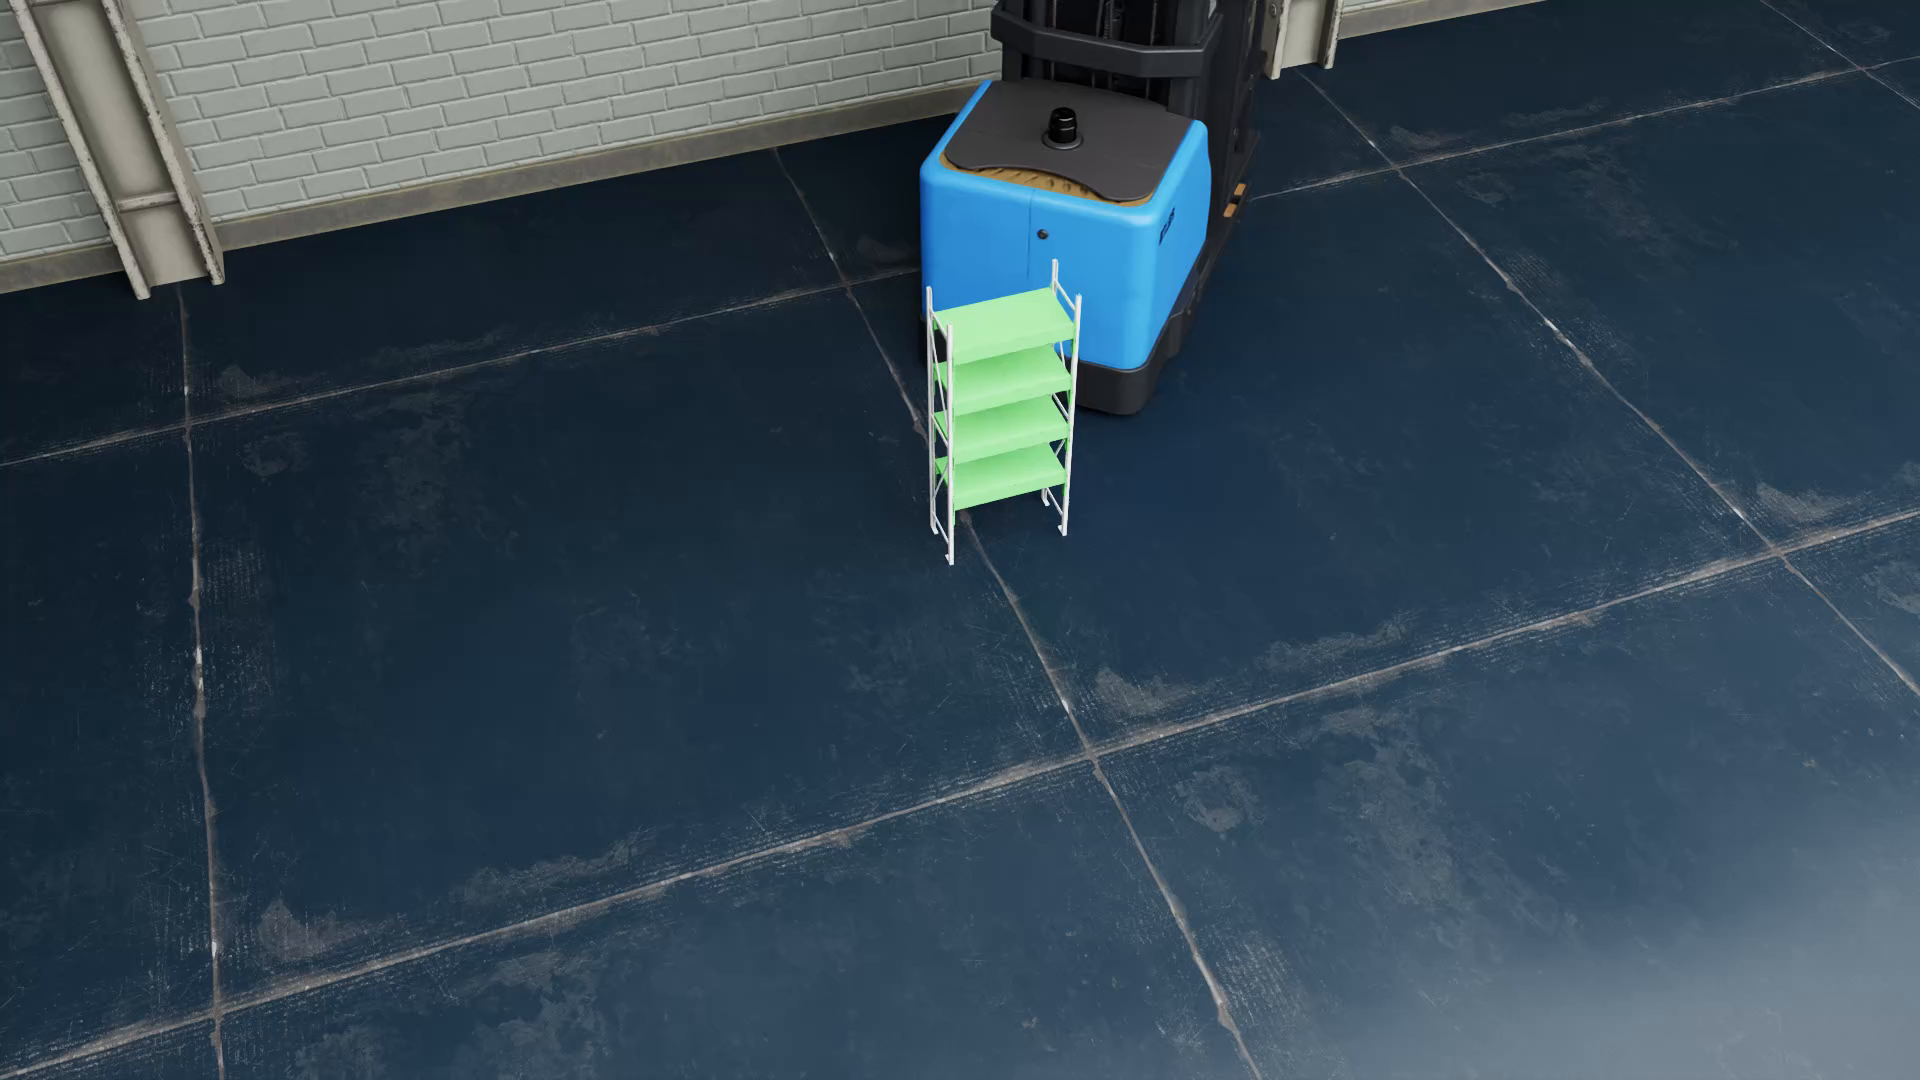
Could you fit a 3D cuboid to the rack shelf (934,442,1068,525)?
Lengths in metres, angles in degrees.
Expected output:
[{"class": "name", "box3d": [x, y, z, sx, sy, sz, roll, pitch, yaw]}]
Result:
[{"class": "rack shelf", "box3d": [0.156, -0.249, 6.580, 0.480, 0.148, 0.258, -14, 47, -14]}]

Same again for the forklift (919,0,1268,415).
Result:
[{"class": "forklift", "box3d": [0.822, -2.636, 7.308, 1.130, 2.935, 3.031, 15, 47, 15]}]

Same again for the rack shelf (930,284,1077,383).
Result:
[{"class": "rack shelf", "box3d": [0.156, -0.757, 6.070, 0.480, 0.148, 0.258, -14, 47, -14]}]

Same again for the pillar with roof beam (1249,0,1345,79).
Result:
[{"class": "pillar with roof beam", "box3d": [3.338, -3.040, 3.427, 0.400, 9.000, 9.100, -14, 47, -14]}]

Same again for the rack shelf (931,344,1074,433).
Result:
[{"class": "rack shelf", "box3d": [0.156, -0.588, 6.240, 0.480, 0.148, 0.258, -14, 47, -14]}]

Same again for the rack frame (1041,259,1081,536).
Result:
[{"class": "rack frame", "box3d": [0.385, -0.522, 6.423, 0.015, 1.200, 0.240, -14, 47, -14]}]

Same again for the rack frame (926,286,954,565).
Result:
[{"class": "rack frame", "box3d": [-0.074, -0.405, 6.306, 0.015, 1.200, 0.240, -14, 47, -14]}]

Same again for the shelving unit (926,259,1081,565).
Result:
[{"class": "shelving unit", "box3d": [0.156, -0.463, 6.365, 0.503, 1.200, 0.258, -14, 47, -14]}]

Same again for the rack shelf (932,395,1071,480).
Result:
[{"class": "rack shelf", "box3d": [0.156, -0.418, 6.410, 0.480, 0.148, 0.258, -14, 47, -14]}]

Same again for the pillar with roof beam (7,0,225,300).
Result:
[{"class": "pillar with roof beam", "box3d": [-2.305, -1.597, 1.989, 0.400, 9.000, 9.100, -14, 47, -14]}]
